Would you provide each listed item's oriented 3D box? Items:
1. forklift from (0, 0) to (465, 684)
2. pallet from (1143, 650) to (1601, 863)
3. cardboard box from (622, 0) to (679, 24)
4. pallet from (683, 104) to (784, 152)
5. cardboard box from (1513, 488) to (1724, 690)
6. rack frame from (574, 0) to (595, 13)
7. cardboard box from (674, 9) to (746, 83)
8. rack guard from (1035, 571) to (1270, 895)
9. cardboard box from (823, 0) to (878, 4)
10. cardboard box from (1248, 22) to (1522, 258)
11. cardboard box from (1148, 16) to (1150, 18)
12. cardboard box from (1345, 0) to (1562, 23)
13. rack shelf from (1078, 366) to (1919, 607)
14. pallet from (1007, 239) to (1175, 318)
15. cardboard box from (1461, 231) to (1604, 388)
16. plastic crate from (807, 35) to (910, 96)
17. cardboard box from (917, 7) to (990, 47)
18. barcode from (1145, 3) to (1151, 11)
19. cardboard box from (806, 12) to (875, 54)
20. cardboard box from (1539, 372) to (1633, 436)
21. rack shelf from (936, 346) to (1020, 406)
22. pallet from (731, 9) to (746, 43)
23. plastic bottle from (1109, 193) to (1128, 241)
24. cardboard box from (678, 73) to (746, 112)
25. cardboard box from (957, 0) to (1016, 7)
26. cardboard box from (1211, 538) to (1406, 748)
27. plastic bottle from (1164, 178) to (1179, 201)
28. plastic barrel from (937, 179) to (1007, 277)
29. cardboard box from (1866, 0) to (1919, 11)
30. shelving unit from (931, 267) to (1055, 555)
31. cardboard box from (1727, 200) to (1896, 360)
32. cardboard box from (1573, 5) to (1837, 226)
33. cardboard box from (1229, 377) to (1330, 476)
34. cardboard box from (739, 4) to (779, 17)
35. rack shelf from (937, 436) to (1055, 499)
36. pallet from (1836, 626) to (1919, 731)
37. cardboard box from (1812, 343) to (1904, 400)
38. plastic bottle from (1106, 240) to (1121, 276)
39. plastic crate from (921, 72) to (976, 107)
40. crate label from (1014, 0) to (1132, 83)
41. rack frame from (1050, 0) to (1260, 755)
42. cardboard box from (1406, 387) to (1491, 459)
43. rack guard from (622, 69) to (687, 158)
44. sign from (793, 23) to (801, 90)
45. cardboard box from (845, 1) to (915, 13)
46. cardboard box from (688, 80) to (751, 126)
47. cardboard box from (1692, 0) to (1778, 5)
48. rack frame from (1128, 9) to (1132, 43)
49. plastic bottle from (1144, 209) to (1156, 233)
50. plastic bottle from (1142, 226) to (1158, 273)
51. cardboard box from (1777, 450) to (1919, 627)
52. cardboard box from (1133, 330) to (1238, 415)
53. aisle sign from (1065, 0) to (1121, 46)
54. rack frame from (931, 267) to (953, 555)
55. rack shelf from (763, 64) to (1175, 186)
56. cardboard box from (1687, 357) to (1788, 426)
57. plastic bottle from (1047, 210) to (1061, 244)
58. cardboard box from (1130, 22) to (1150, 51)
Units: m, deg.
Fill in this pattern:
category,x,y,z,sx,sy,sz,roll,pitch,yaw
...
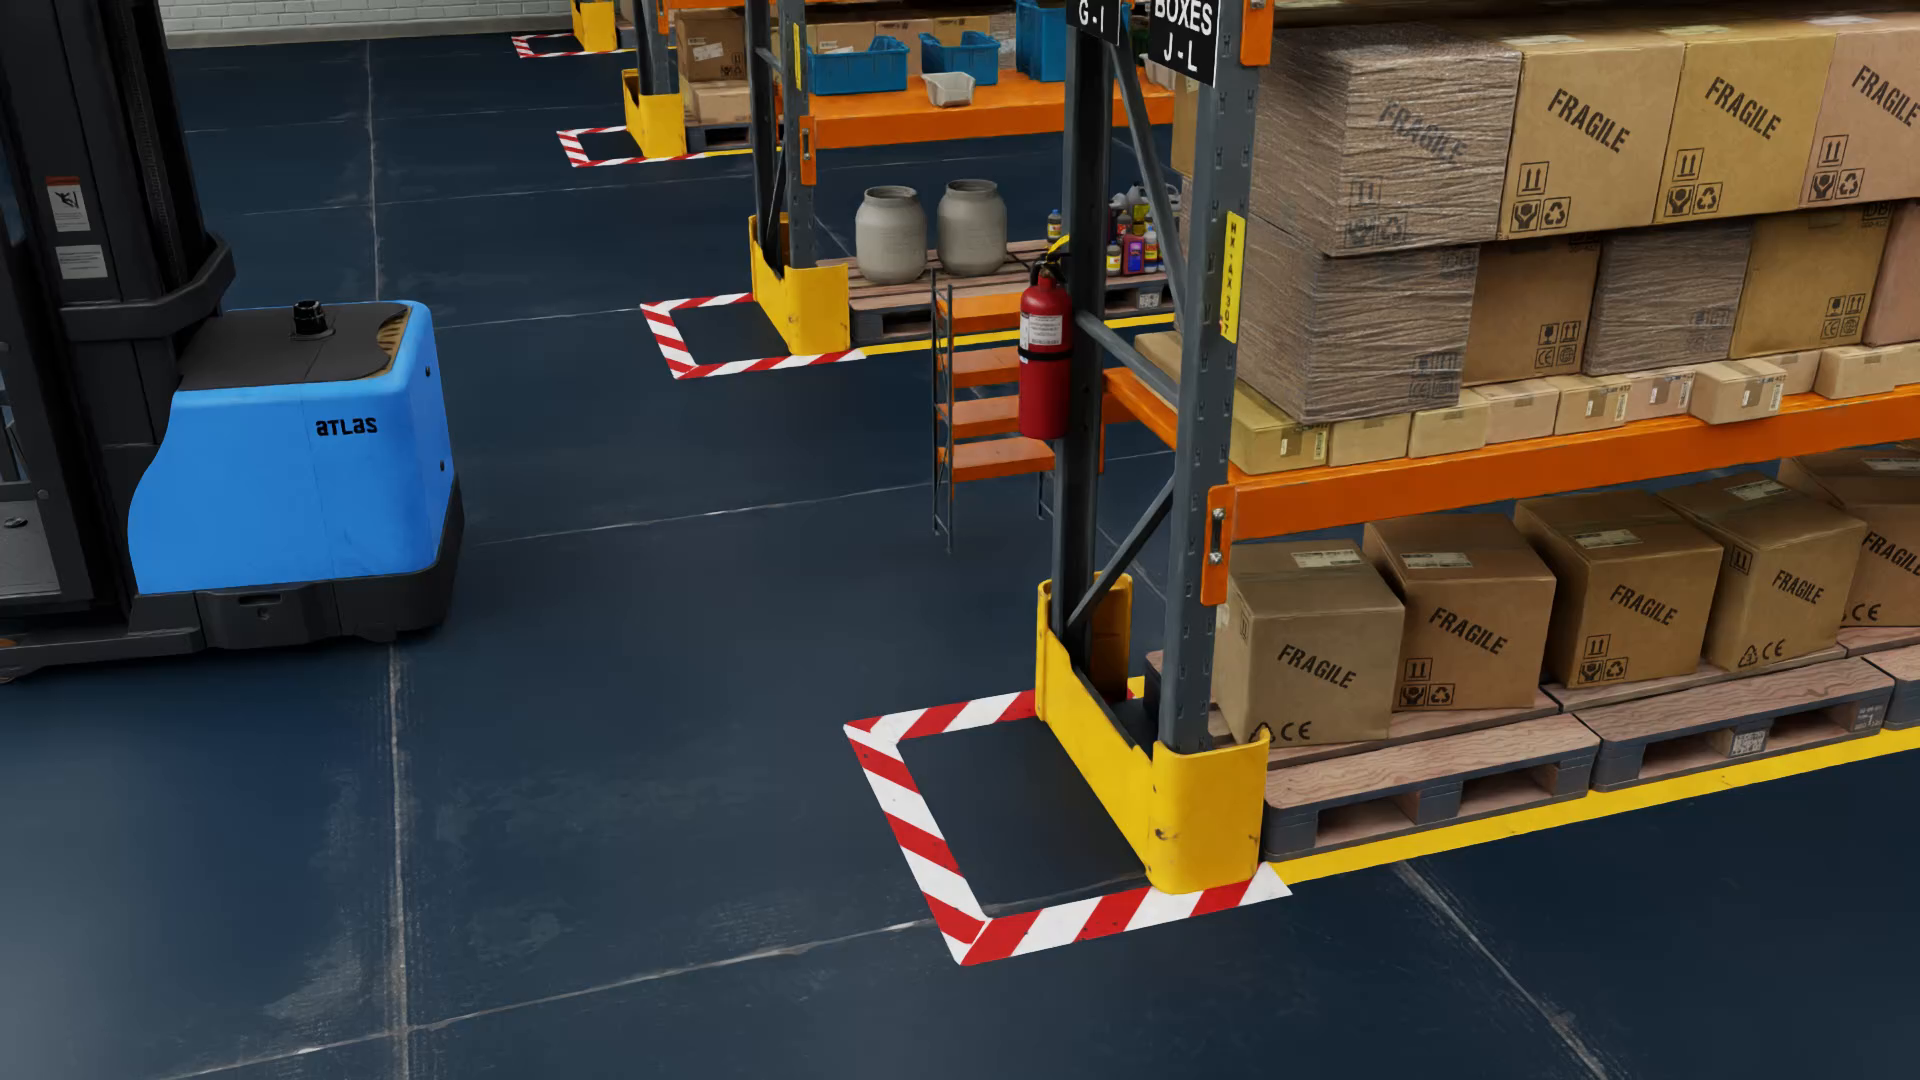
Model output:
category,x,y,z,sx,sy,sz,roll,pitch,yaw
forklift,-3.570,-1.019,6.006,3.031,2.935,1.130,-5,27,-9
pallet,1.382,0.627,5.749,1.213,0.211,1.003,-8,28,-16
cardboard box,-3.390,-5.847,18.184,0.500,0.311,0.500,-12,29,-22
pallet,-1.824,-3.577,14.218,1.213,0.211,1.003,-8,28,-16
cardboard box,2.284,0.163,5.886,0.500,0.500,0.500,-6,27,-11
rack frame,-4.075,-6.797,17.568,0.127,3.000,1.000,-8,28,-16
cardboard box,-2.120,-4.195,14.104,0.500,0.500,0.500,-8,28,-16
rack guard,0.599,0.595,5.489,0.348,0.500,1.175,-8,28,-16
cardboard box,-1.247,-6.266,18.814,0.500,0.500,0.500,-10,28,-20
cardboard box,1.134,-1.101,4.522,0.500,0.500,0.500,-8,28,-16
cardboard box,2.055,-4.713,15.359,0.500,0.311,0.500,-7,27,-15
cardboard box,1.446,-1.392,5.108,0.500,0.500,0.500,-8,28,-16
rack shelf,2.428,-0.467,5.627,4.000,0.370,1.077,-8,28,-16
pallet,0.982,-1.666,10.368,1.213,0.211,1.003,-8,28,-16
cardboard box,1.496,-0.876,5.194,0.500,0.500,0.875,-8,28,-16
plastic crate,-0.624,-2.737,9.557,0.616,0.251,0.499,-8,28,-16
cardboard box,-0.061,-4.256,14.226,0.500,0.500,0.500,-8,28,-16
barcode,1.637,-4.621,14.421,0.075,0.075,0.001,-8,28,-16
cardboard box,-1.013,-4.119,13.951,0.500,0.500,0.500,-8,28,-16
cardboard box,1.828,-0.469,5.104,0.250,0.149,0.380,-8,28,-16
rack shelf,0.157,-0.700,6.960,0.480,0.148,0.258,-8,28,-16
pallet,-2.062,-5.822,18.740,1.213,0.211,1.003,-8,28,-16
plastic bottle,0.983,-2.066,10.606,0.135,0.276,0.152,-9,28,-18
cardboard box,-2.119,-3.858,14.269,0.500,0.250,0.500,-8,28,-16
cardboard box,0.255,-4.543,14.804,0.500,0.500,0.500,-8,28,-16
cardboard box,1.125,0.338,5.534,0.500,0.500,0.500,-3,27,-7
plastic bottle,1.316,-2.150,10.691,0.185,0.351,0.144,-8,28,-17
plastic barrel,0.071,-1.874,9.977,0.421,0.512,0.421,0,26,0
cardboard box,3.036,-1.375,5.074,0.500,0.500,0.500,-8,28,-16
shelving unit,0.157,-0.560,7.029,0.503,1.200,0.258,-8,28,-16
cardboard box,2.464,-0.990,5.425,0.500,0.500,0.875,-8,28,-16
cardboard box,2.086,-1.236,4.795,0.500,0.500,0.500,-8,28,-16
cardboard box,0.871,-0.340,4.844,0.250,0.149,0.380,-8,28,-16
cardboard box,-2.135,-6.090,18.461,0.500,0.500,0.700,-10,28,-19
rack shelf,0.157,-0.322,7.147,0.480,0.148,0.258,-8,28,-16
pallet,3.702,0.291,6.426,1.213,0.211,1.003,-8,28,-16
cardboard box,2.785,-0.598,5.364,0.250,0.149,0.380,-8,28,-16
plastic bottle,0.911,-1.684,9.921,0.097,0.201,0.097,0,26,0
plastic crate,-0.057,-2.477,9.164,0.250,0.136,0.298,-8,28,-16
crate label,0.659,-2.992,9.864,0.616,0.435,0.502,-8,28,-16
rack frame,0.526,-0.514,4.912,0.127,3.000,1.000,-8,28,-16
cardboard box,1.357,-0.395,4.954,0.250,0.149,0.380,-8,28,-16
rack guard,-2.561,-3.580,13.900,0.348,0.500,1.175,-8,28,-16
sign,-0.841,-2.499,8.599,0.005,0.325,0.100,-8,28,-16
cardboard box,-0.698,-4.407,14.531,0.500,0.500,0.500,-8,28,-16
cardboard box,-1.959,-3.640,13.828,0.500,0.250,0.500,-8,28,-16
cardboard box,2.401,-1.525,5.377,0.500,0.500,0.500,-8,28,-16
rack frame,1.265,-5.254,14.460,0.127,3.000,1.000,-8,28,-16
plastic bottle,1.218,-2.012,10.582,0.097,0.201,0.097,0,26,0
plastic bottle,1.139,-1.748,9.972,0.097,0.271,0.097,0,26,0
cardboard box,3.395,-0.013,6.242,0.500,0.500,0.500,0,26,0
cardboard box,0.733,-0.528,5.223,0.250,0.149,0.380,-8,28,-16
aisle sign,0.374,-1.797,4.573,0.004,0.787,0.394,-8,28,-16
rack frame,-0.075,-0.527,6.961,0.015,1.200,0.240,-8,28,-16
rack shelf,0.894,-2.562,9.845,4.000,0.370,1.077,-8,28,-16
cardboard box,2.327,-0.506,5.178,0.250,0.149,0.380,-8,28,-16
plastic bottle,0.603,-1.990,10.538,0.097,0.201,0.097,0,26,0
cardboard box,1.736,-4.413,14.756,0.500,0.311,0.500,-8,28,-16
